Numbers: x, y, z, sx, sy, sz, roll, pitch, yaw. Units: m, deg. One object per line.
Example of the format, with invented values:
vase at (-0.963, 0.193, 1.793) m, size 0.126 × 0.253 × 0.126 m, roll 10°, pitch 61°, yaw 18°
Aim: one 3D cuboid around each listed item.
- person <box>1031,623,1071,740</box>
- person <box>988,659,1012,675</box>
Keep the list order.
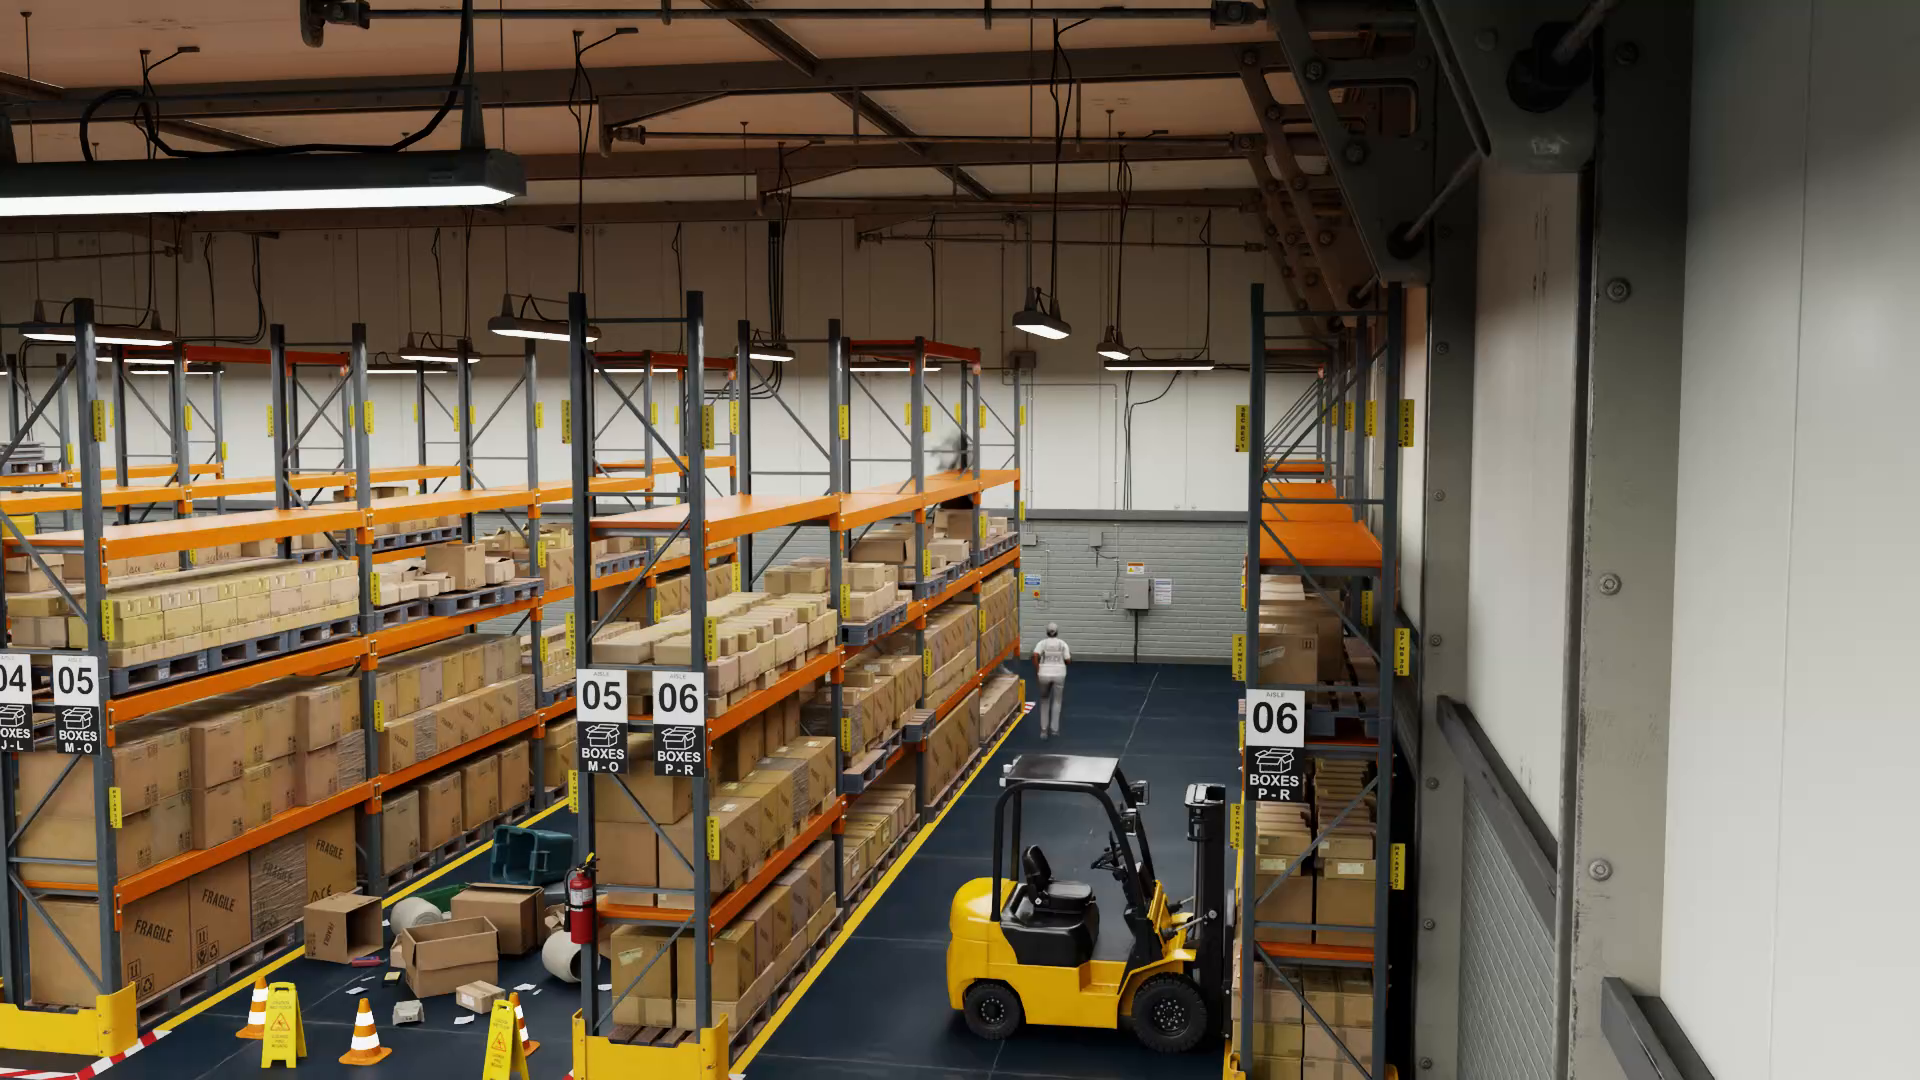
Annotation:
person at (1.362, 2.113, 24.661) m, size 0.561 × 1.777 × 0.720 m, roll 1°, pitch 5°, yaw 9°
person at (0.660, 1.961, 29.593) m, size 0.750 × 1.733 × 0.596 m, roll 2°, pitch 5°, yaw 25°
